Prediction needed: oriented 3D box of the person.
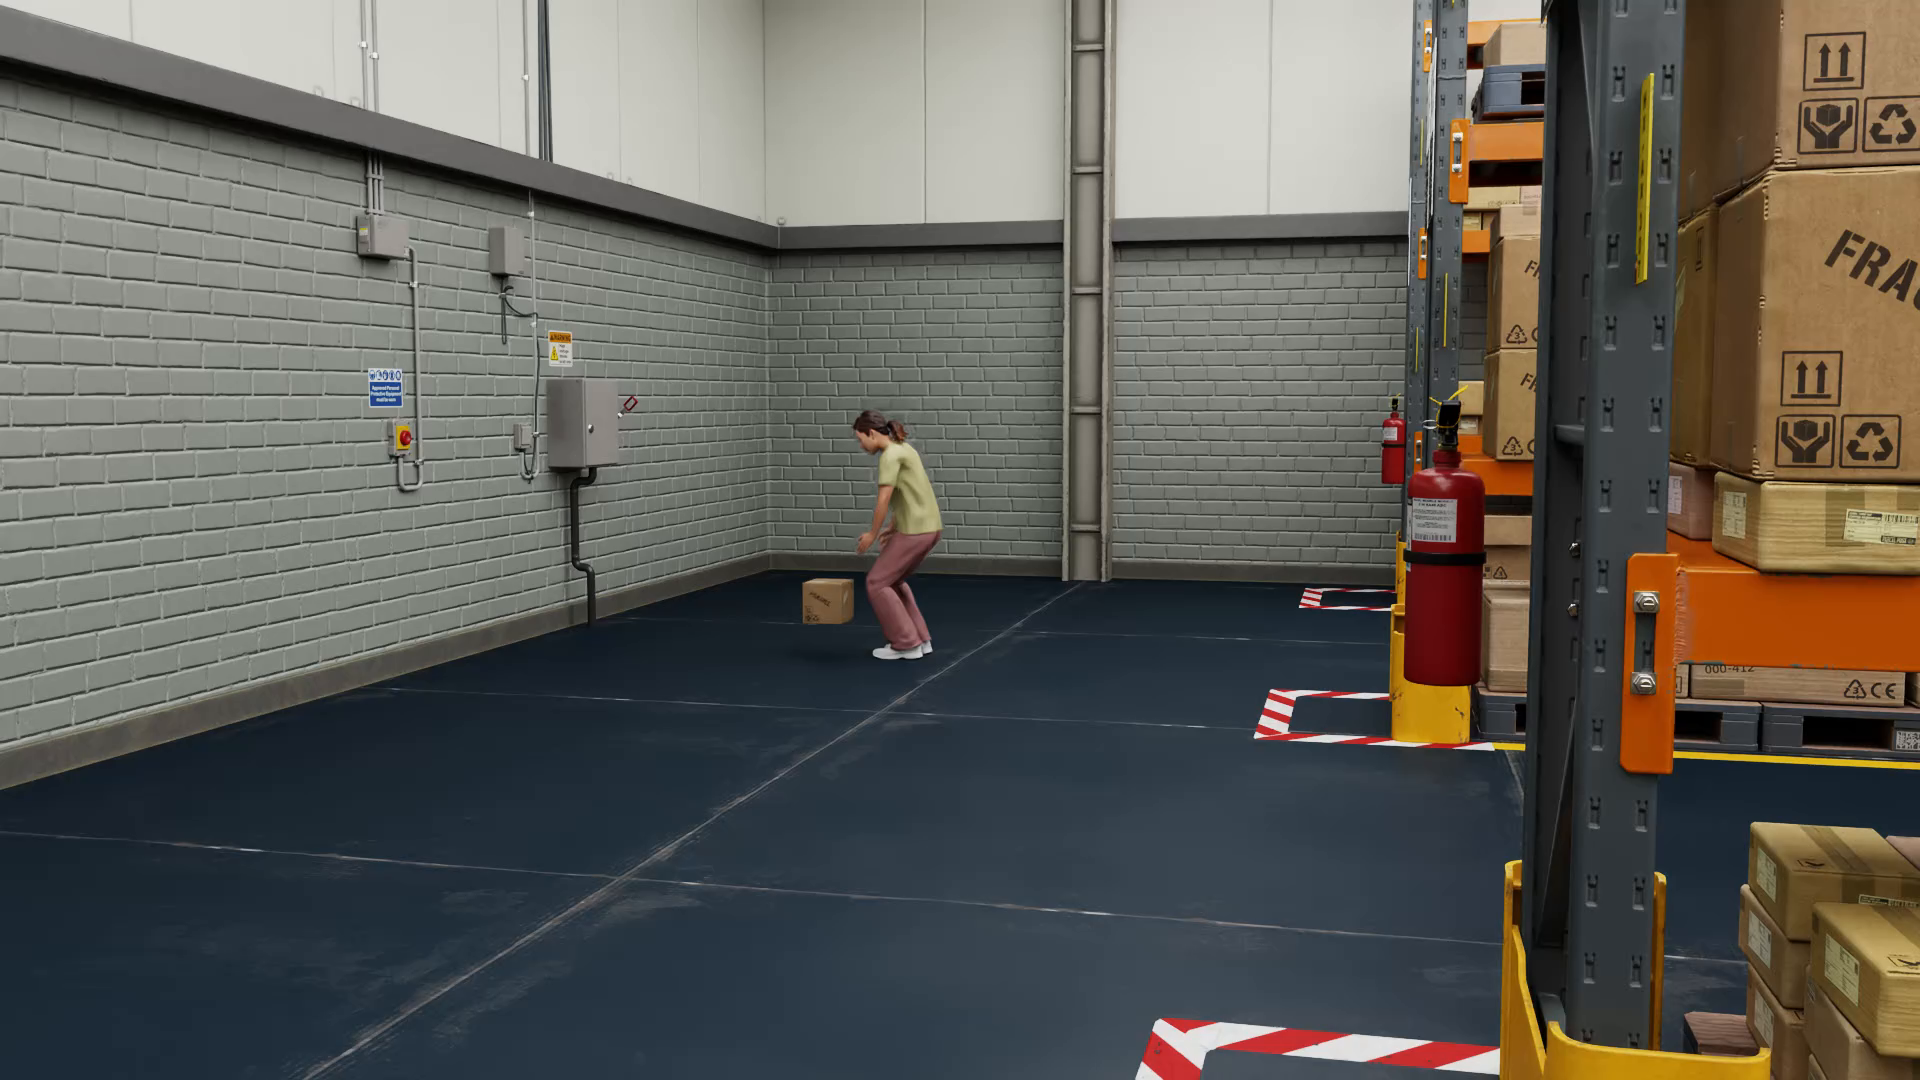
[{"bbox_3d":[-0.390,-0.035,10.135,0.533,1.515,0.498,1,5,14],"label":"person"}]
